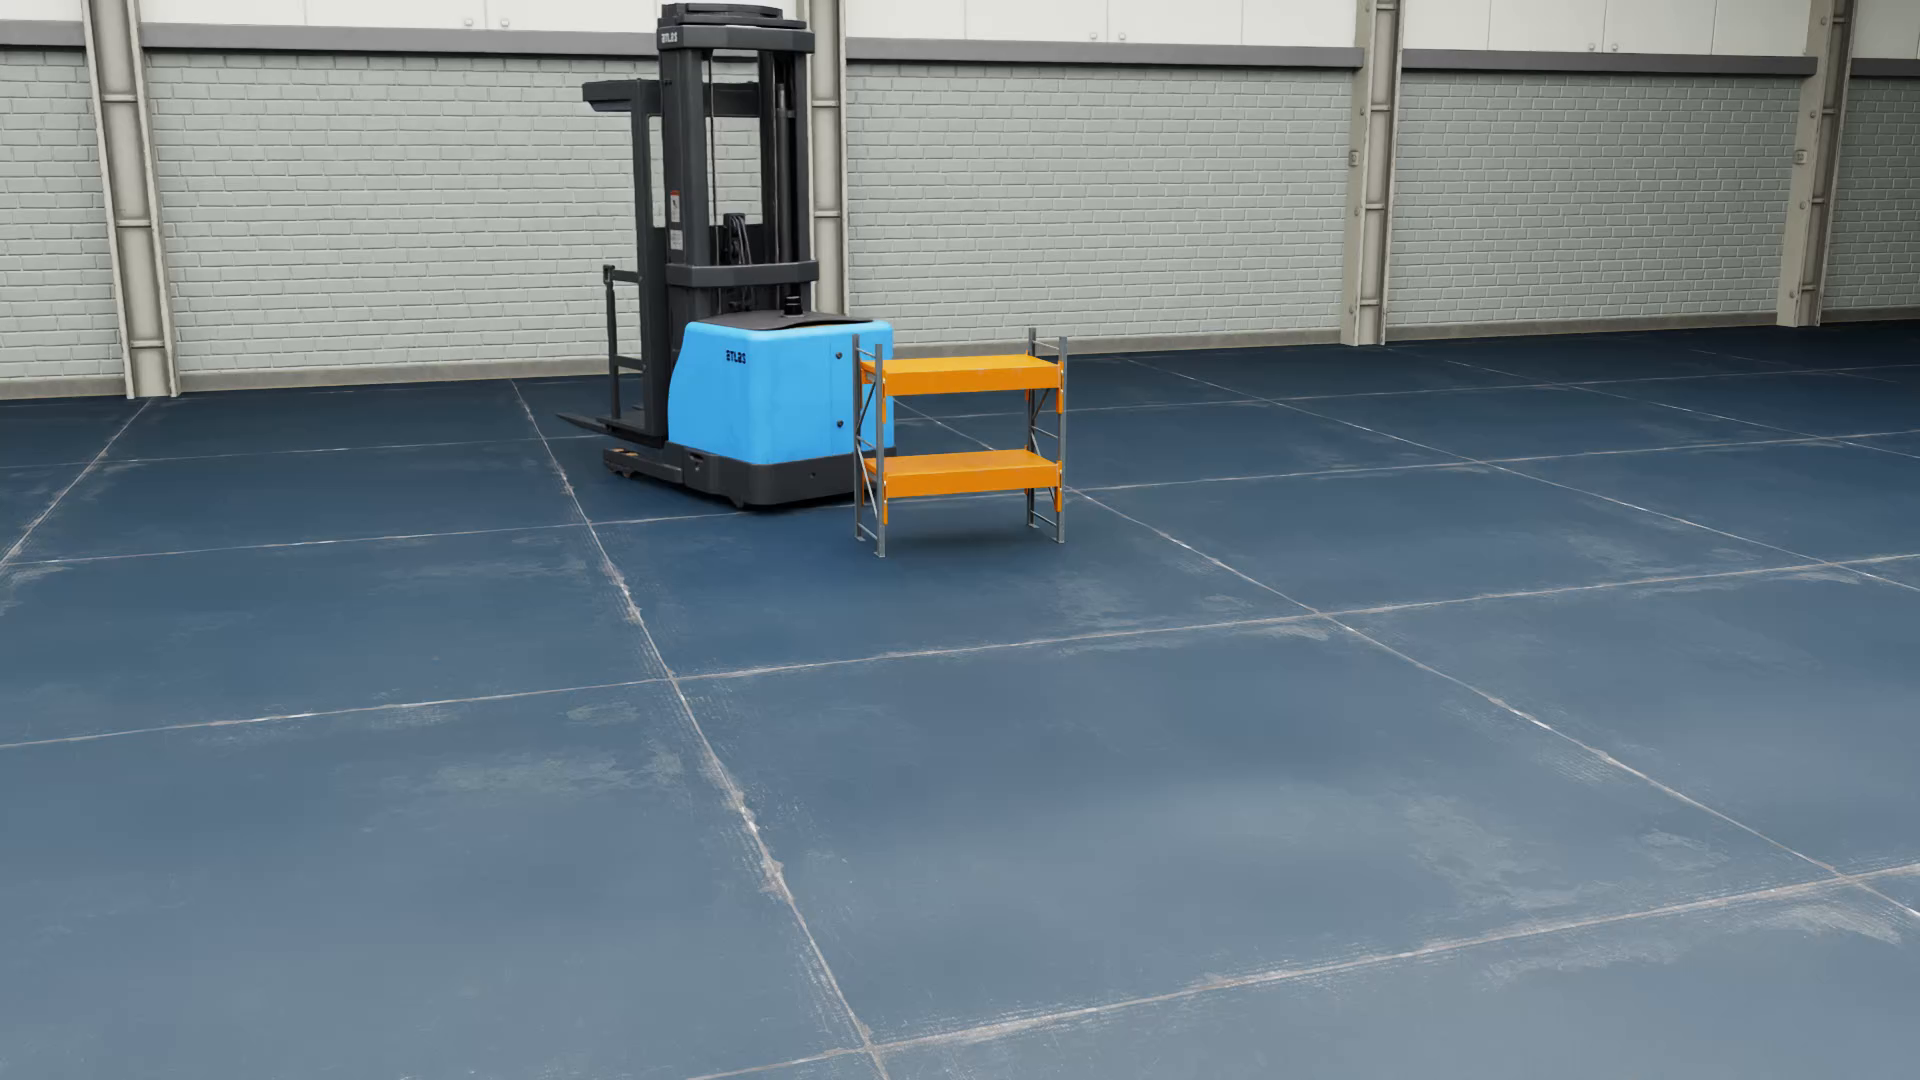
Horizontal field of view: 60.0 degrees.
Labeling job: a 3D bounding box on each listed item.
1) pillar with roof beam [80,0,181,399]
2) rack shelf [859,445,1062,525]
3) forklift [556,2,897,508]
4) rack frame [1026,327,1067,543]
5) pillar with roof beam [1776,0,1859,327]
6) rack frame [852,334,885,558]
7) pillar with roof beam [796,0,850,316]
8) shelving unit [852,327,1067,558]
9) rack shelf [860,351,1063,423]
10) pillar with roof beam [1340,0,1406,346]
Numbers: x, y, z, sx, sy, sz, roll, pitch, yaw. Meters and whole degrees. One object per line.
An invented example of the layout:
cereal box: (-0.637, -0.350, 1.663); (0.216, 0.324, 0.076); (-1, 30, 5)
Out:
pillar with roof beam: (-5.614, -4.690, 9.415); (0.400, 9.000, 9.100); (-4, 14, -18)
rack shelf: (-0.006, -0.309, 9.067); (1.000, 0.278, 0.538); (-4, 14, -18)
forklift: (-1.709, -1.896, 10.781); (1.130, 2.935, 3.031); (-11, 17, -38)
rack frame: (0.475, -0.584, 9.168); (0.032, 1.125, 0.500); (-4, 14, -18)
pillar with roof beam: (11.446, -6.019, 15.000); (0.400, 9.000, 9.100); (-4, 14, -18)
rack frame: (-0.488, -0.509, 8.853); (0.032, 1.125, 0.500); (-4, 14, -18)
pillar with roof beam: (0.073, -5.133, 11.276); (0.400, 9.000, 9.100); (-4, 14, -18)
shelving unit: (-0.006, -0.547, 9.011); (1.048, 1.125, 0.538); (-4, 14, -18)
rack shelf: (-0.006, -0.831, 8.943); (1.000, 0.278, 0.538); (-4, 14, -18)
pillar with roof beam: (5.759, -5.576, 13.138); (0.400, 9.000, 9.100); (-4, 14, -18)
